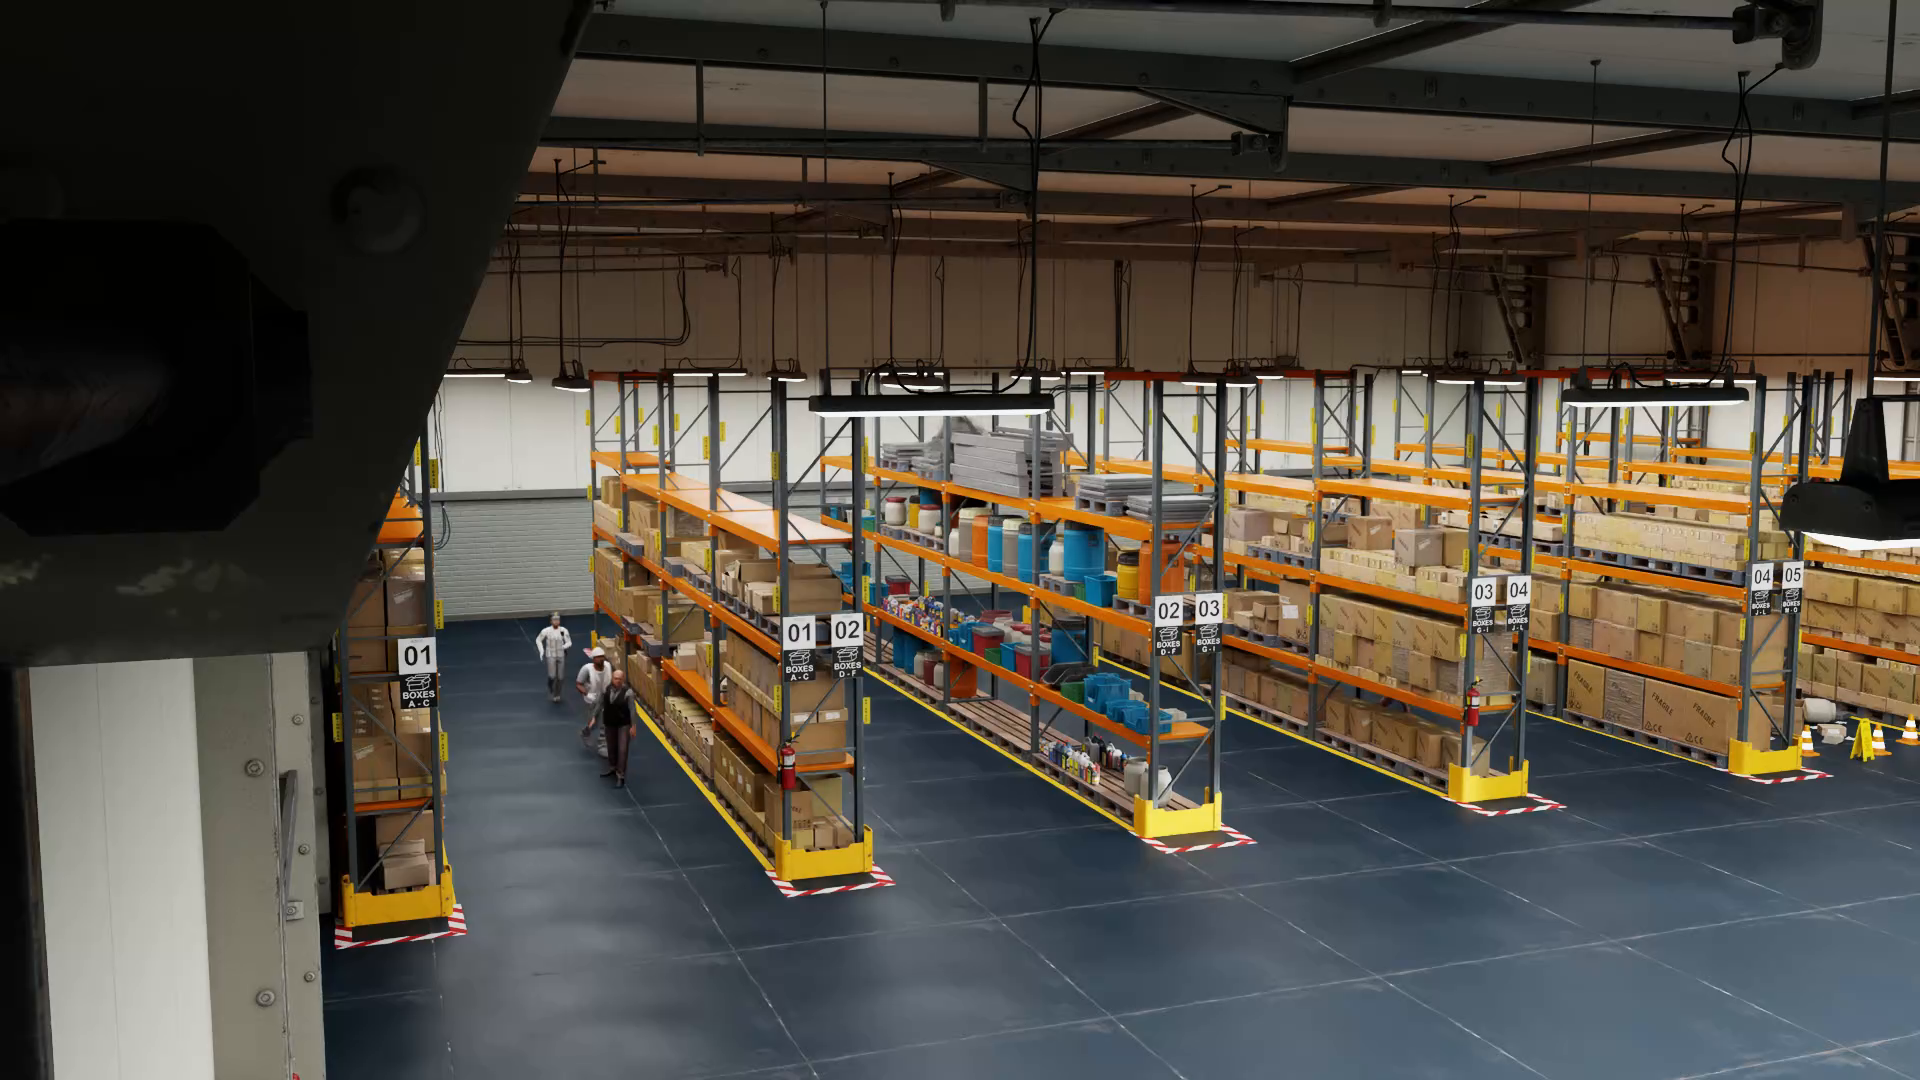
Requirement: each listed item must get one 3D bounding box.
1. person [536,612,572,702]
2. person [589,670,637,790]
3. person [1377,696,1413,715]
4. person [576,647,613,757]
[{"bbox_3d":[-7.336,2.127,30.149,0.609,1.657,0.602,-3,7,-22],"label":"person"},{"bbox_3d":[-5.111,2.755,24.575,0.712,1.716,0.761,2,7,13],"label":"person"},{"bbox_3d":[7.603,2.429,28.688,0.562,1.342,1.065,-2,7,-19],"label":"person"},{"bbox_3d":[-5.795,2.535,26.370,0.682,1.736,0.821,-4,8,-33],"label":"person"}]
